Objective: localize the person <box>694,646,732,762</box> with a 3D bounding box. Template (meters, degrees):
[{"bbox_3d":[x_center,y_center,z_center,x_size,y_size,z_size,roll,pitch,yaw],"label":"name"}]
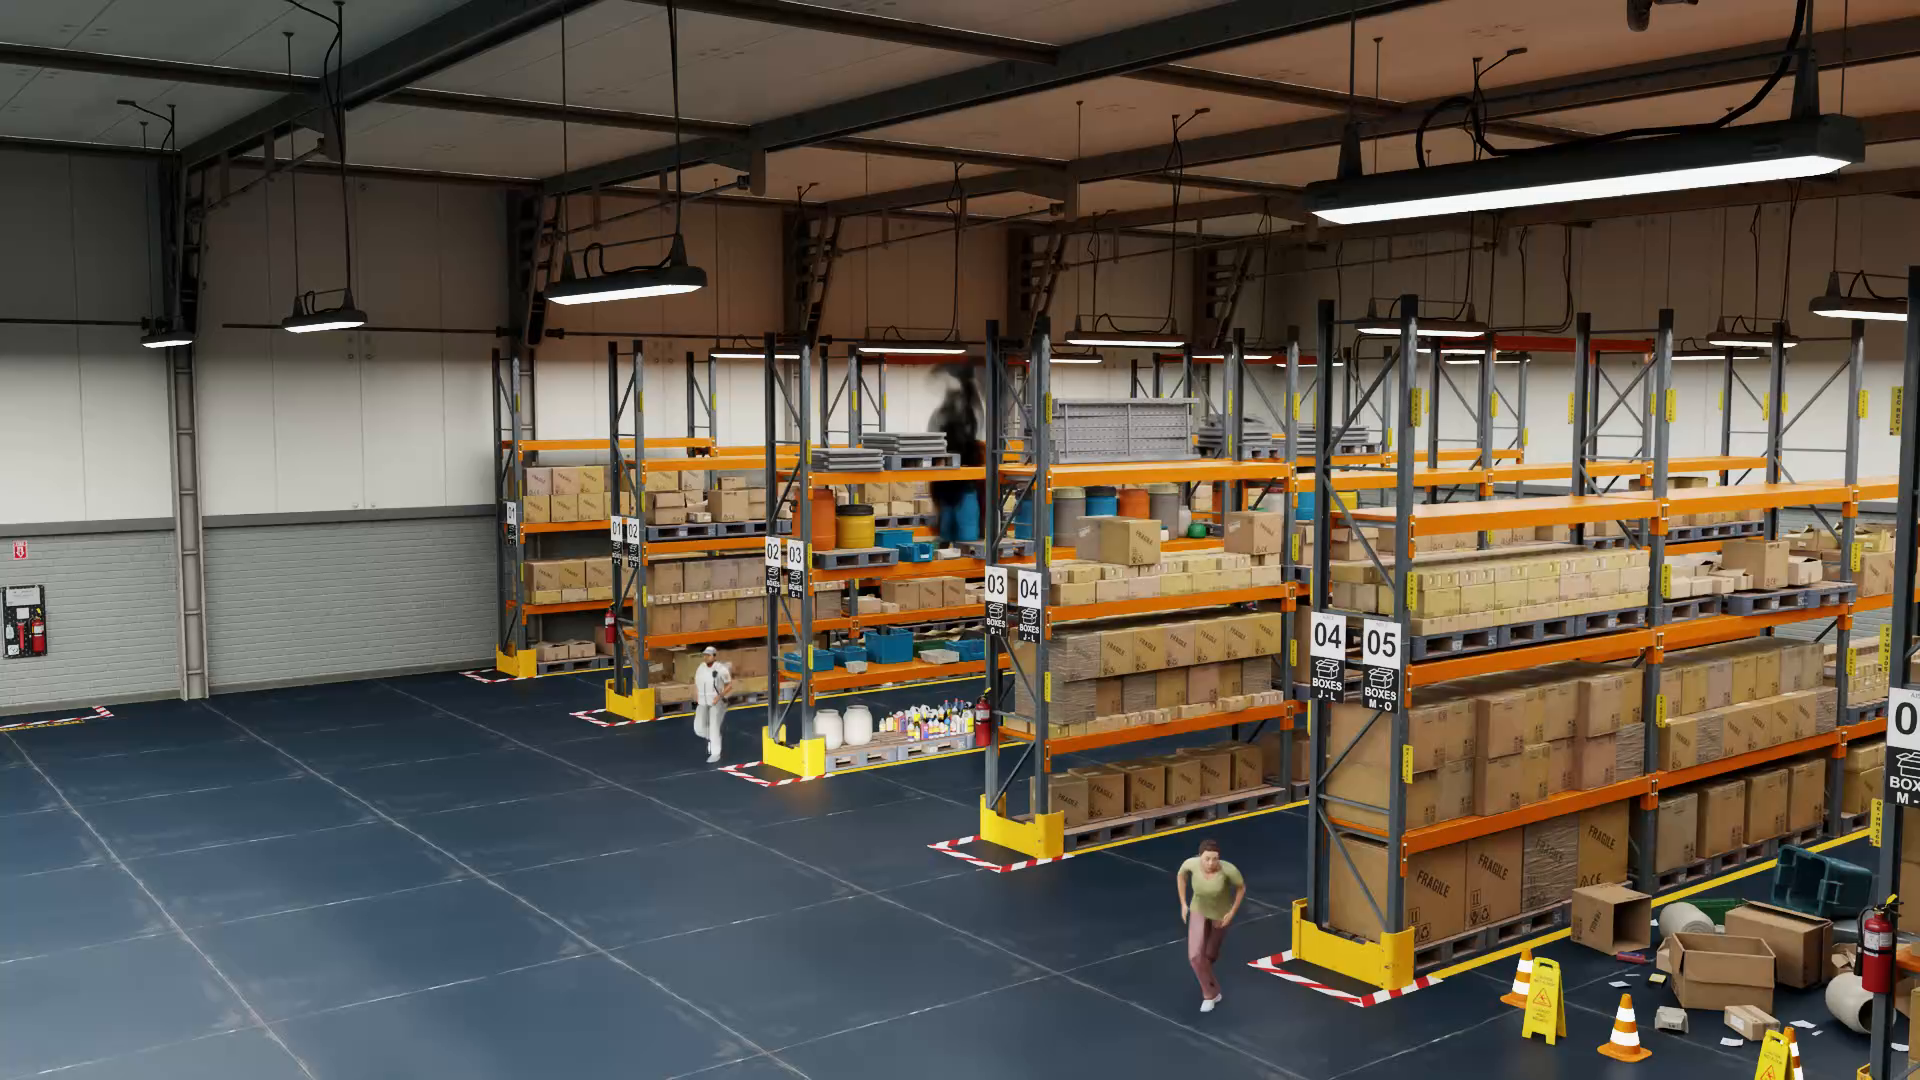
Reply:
[{"bbox_3d":[-3.506,2.310,23.492,0.586,1.639,0.528,2,5,21],"label":"person"}]

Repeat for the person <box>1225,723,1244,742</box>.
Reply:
[{"bbox_3d":[3.986,2.195,23.994,0.623,1.758,0.653,-4,6,-38],"label":"person"}]

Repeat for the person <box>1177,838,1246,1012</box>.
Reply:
[{"bbox_3d":[2.150,3.192,14.184,0.583,1.520,1.008,1,5,13],"label":"person"}]
